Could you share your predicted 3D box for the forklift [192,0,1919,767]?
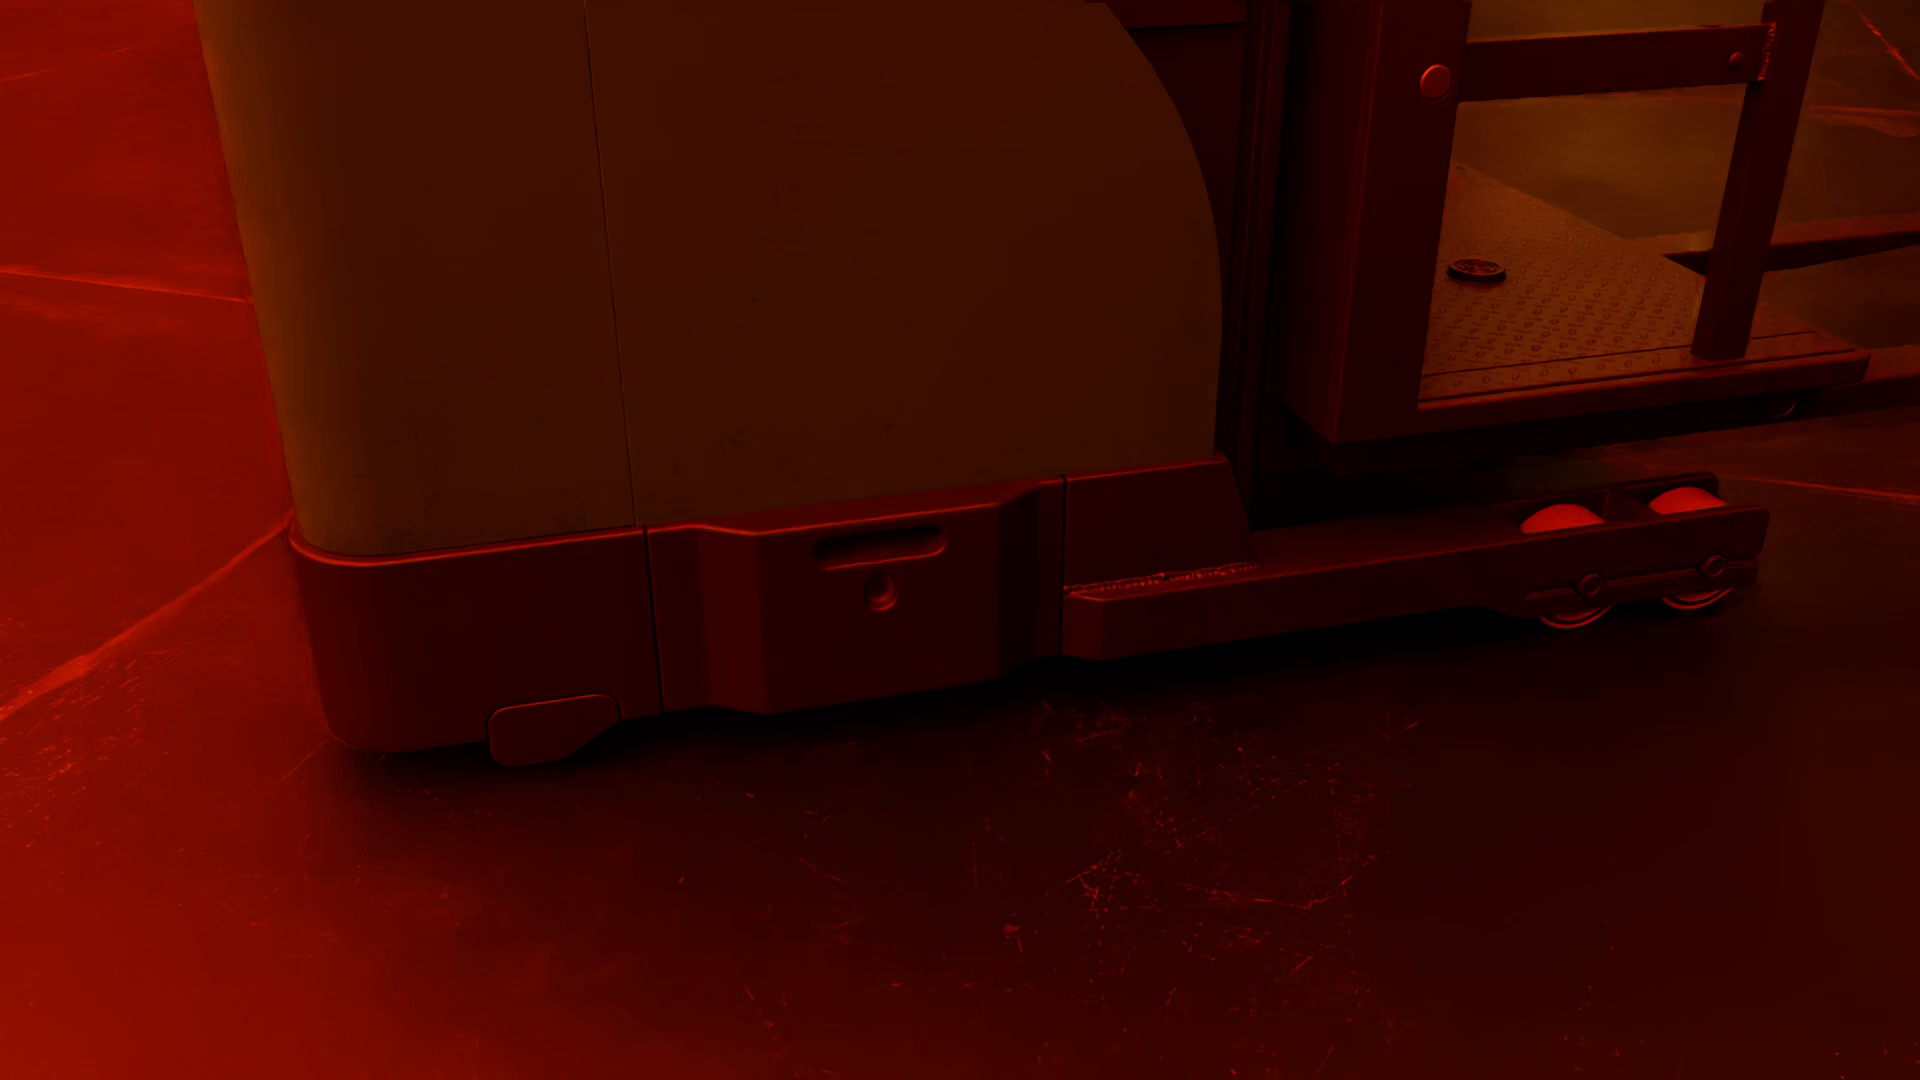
[{"bbox_3d":[0.602,-1.408,2.034,3.031,2.935,1.130,-7,28,-14],"label":"forklift"}]
